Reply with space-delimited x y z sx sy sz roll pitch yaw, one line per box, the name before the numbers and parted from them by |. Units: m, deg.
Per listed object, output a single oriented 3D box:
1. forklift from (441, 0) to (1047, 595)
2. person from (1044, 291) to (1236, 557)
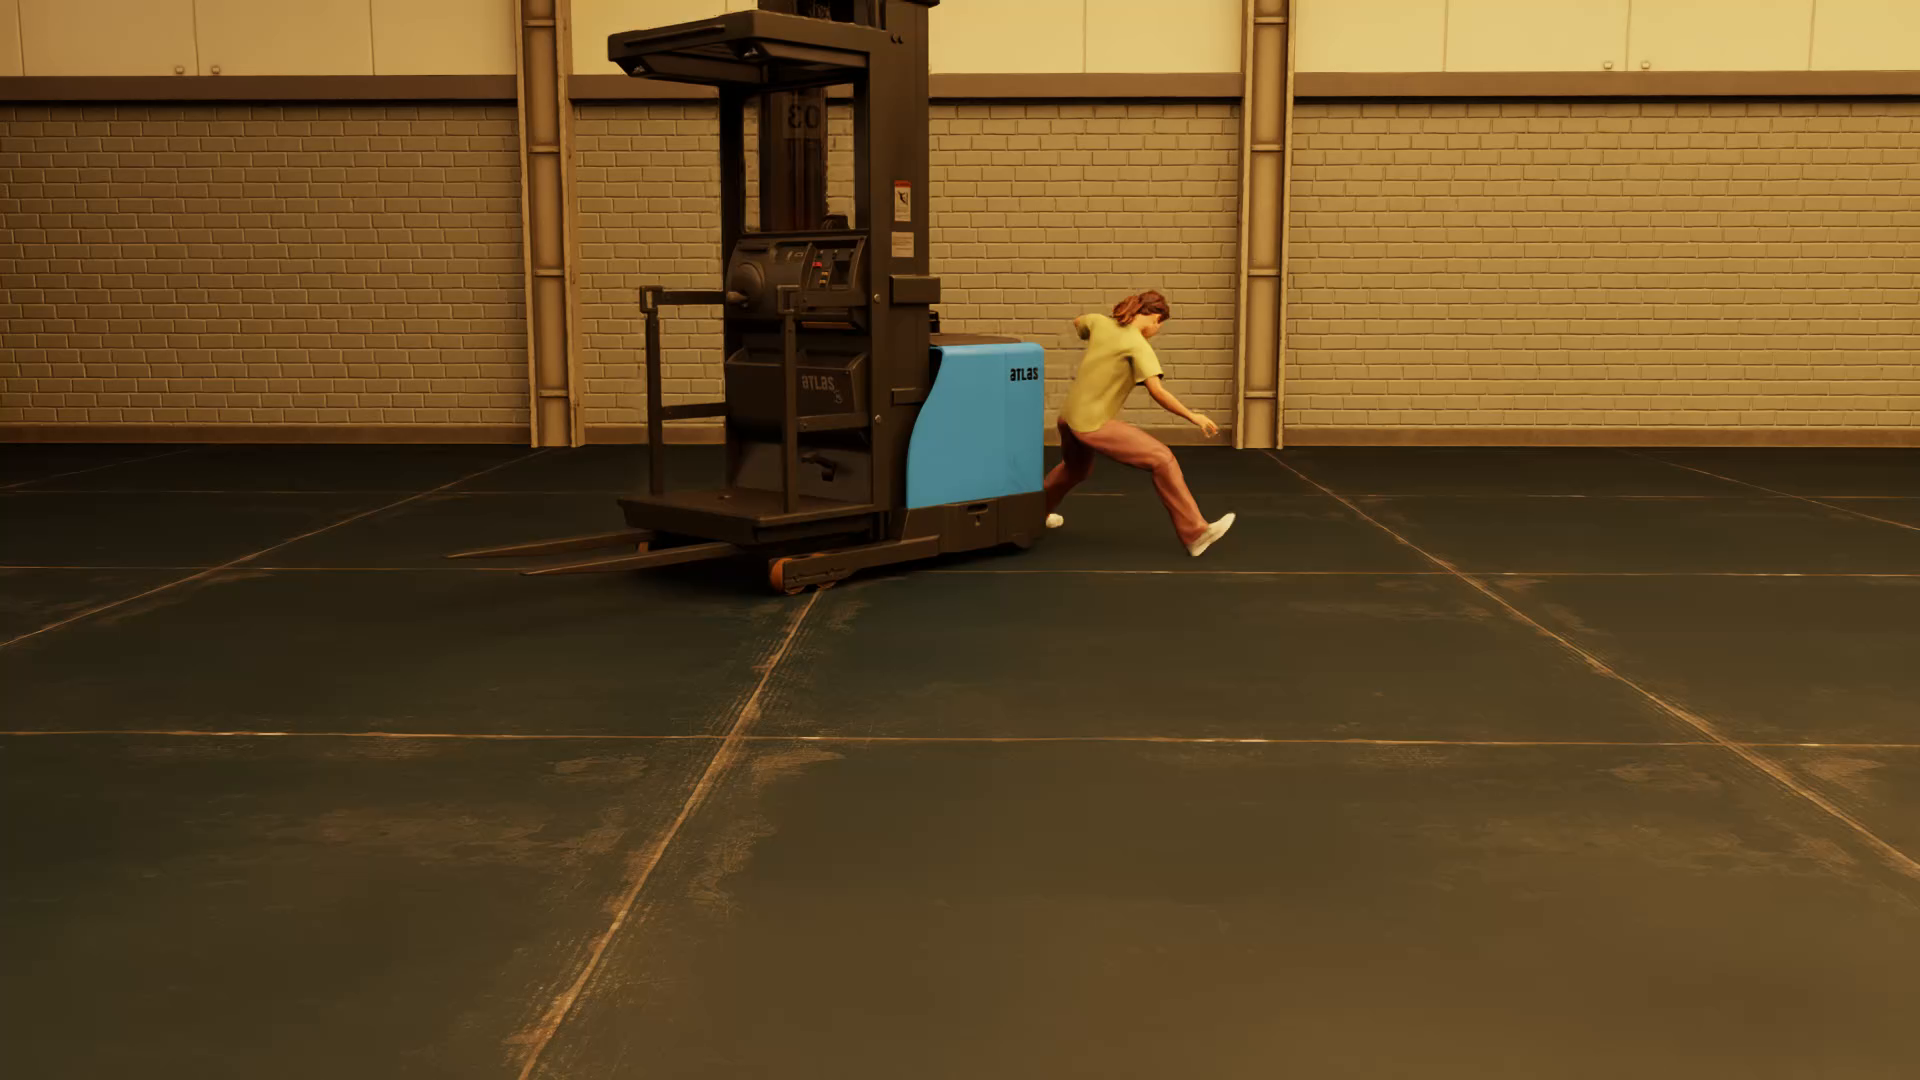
forklift | -0.929 -1.292 7.751 1.130 2.935 3.031 8 12 43
person | 0.840 -0.634 8.758 0.785 1.345 1.274 -3 9 -17
